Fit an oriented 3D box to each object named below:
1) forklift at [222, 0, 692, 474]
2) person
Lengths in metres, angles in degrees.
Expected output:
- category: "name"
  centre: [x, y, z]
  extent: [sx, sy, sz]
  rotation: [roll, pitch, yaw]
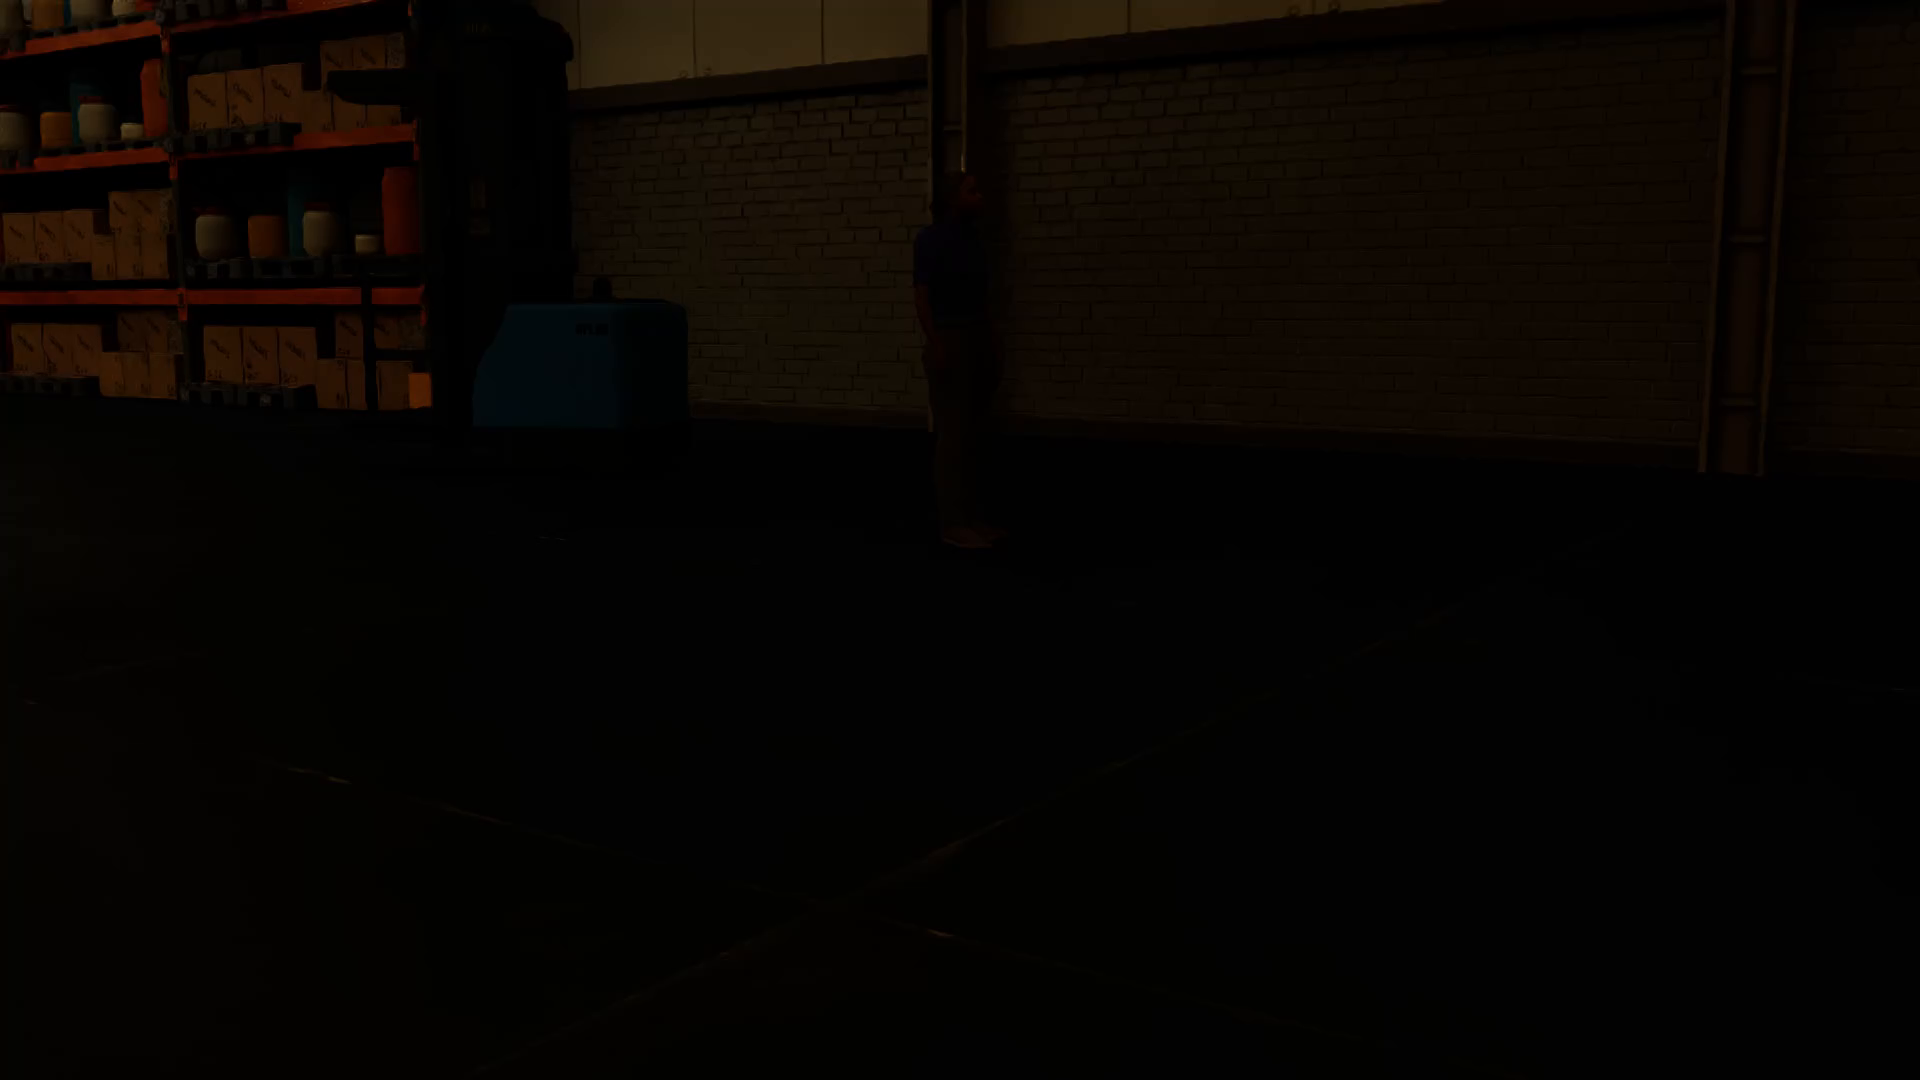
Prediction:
- category: "forklift"
  centre: [-3.367, -1.942, 10.852]
  extent: [3.031, 2.935, 1.130]
  rotation: [2, 8, 14]
- category: "person"
  centre: [0.062, -0.817, 7.422]
  extent: [0.503, 1.654, 0.570]
  rotation: [5, 10, 34]
